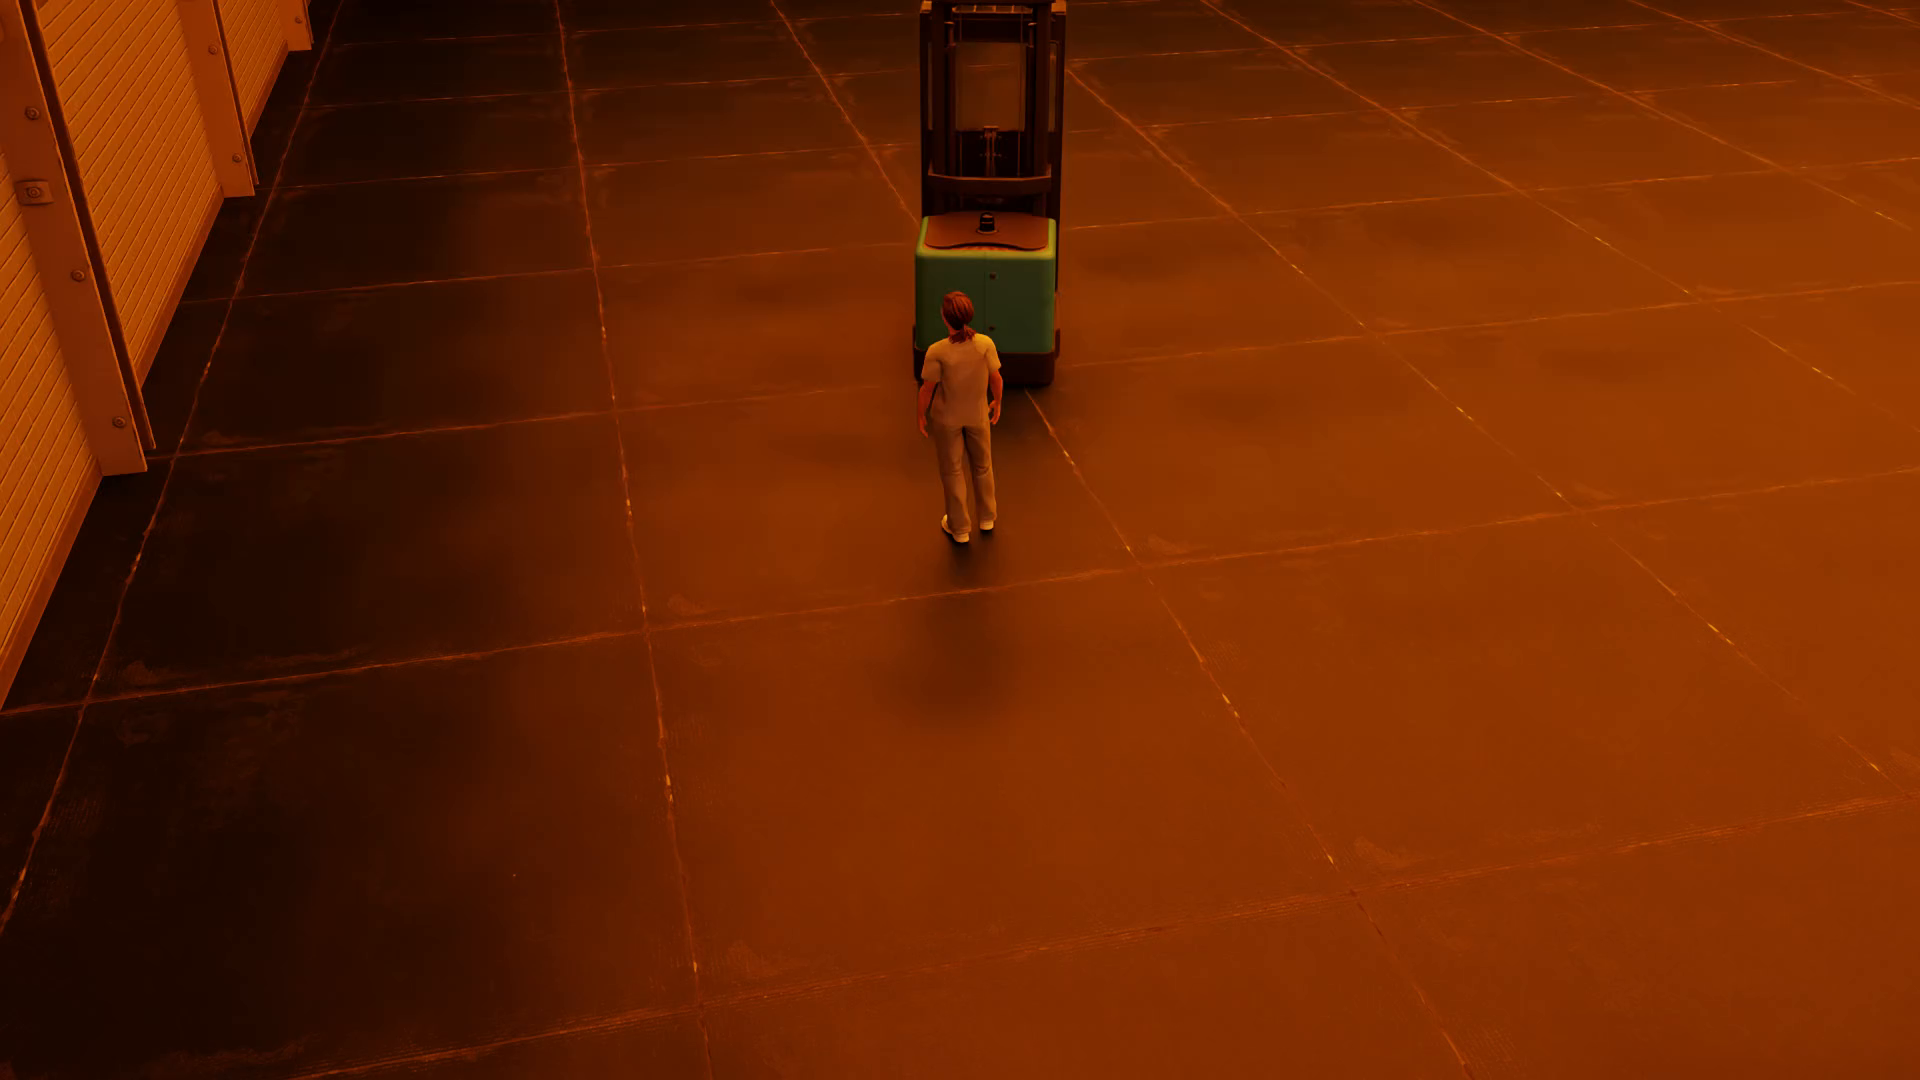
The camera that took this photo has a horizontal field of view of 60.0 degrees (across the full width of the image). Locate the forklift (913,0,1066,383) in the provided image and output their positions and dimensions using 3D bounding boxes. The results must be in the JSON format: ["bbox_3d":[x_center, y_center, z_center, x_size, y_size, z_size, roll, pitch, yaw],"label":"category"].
[{"bbox_3d":[0.256,-3.140,12.999,1.130,2.935,3.031,2,30,3],"label":"forklift"}]

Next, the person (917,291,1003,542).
[{"bbox_3d":[-0.004,-0.769,10.141,0.549,1.675,0.549,-7,31,-12],"label":"person"}]
